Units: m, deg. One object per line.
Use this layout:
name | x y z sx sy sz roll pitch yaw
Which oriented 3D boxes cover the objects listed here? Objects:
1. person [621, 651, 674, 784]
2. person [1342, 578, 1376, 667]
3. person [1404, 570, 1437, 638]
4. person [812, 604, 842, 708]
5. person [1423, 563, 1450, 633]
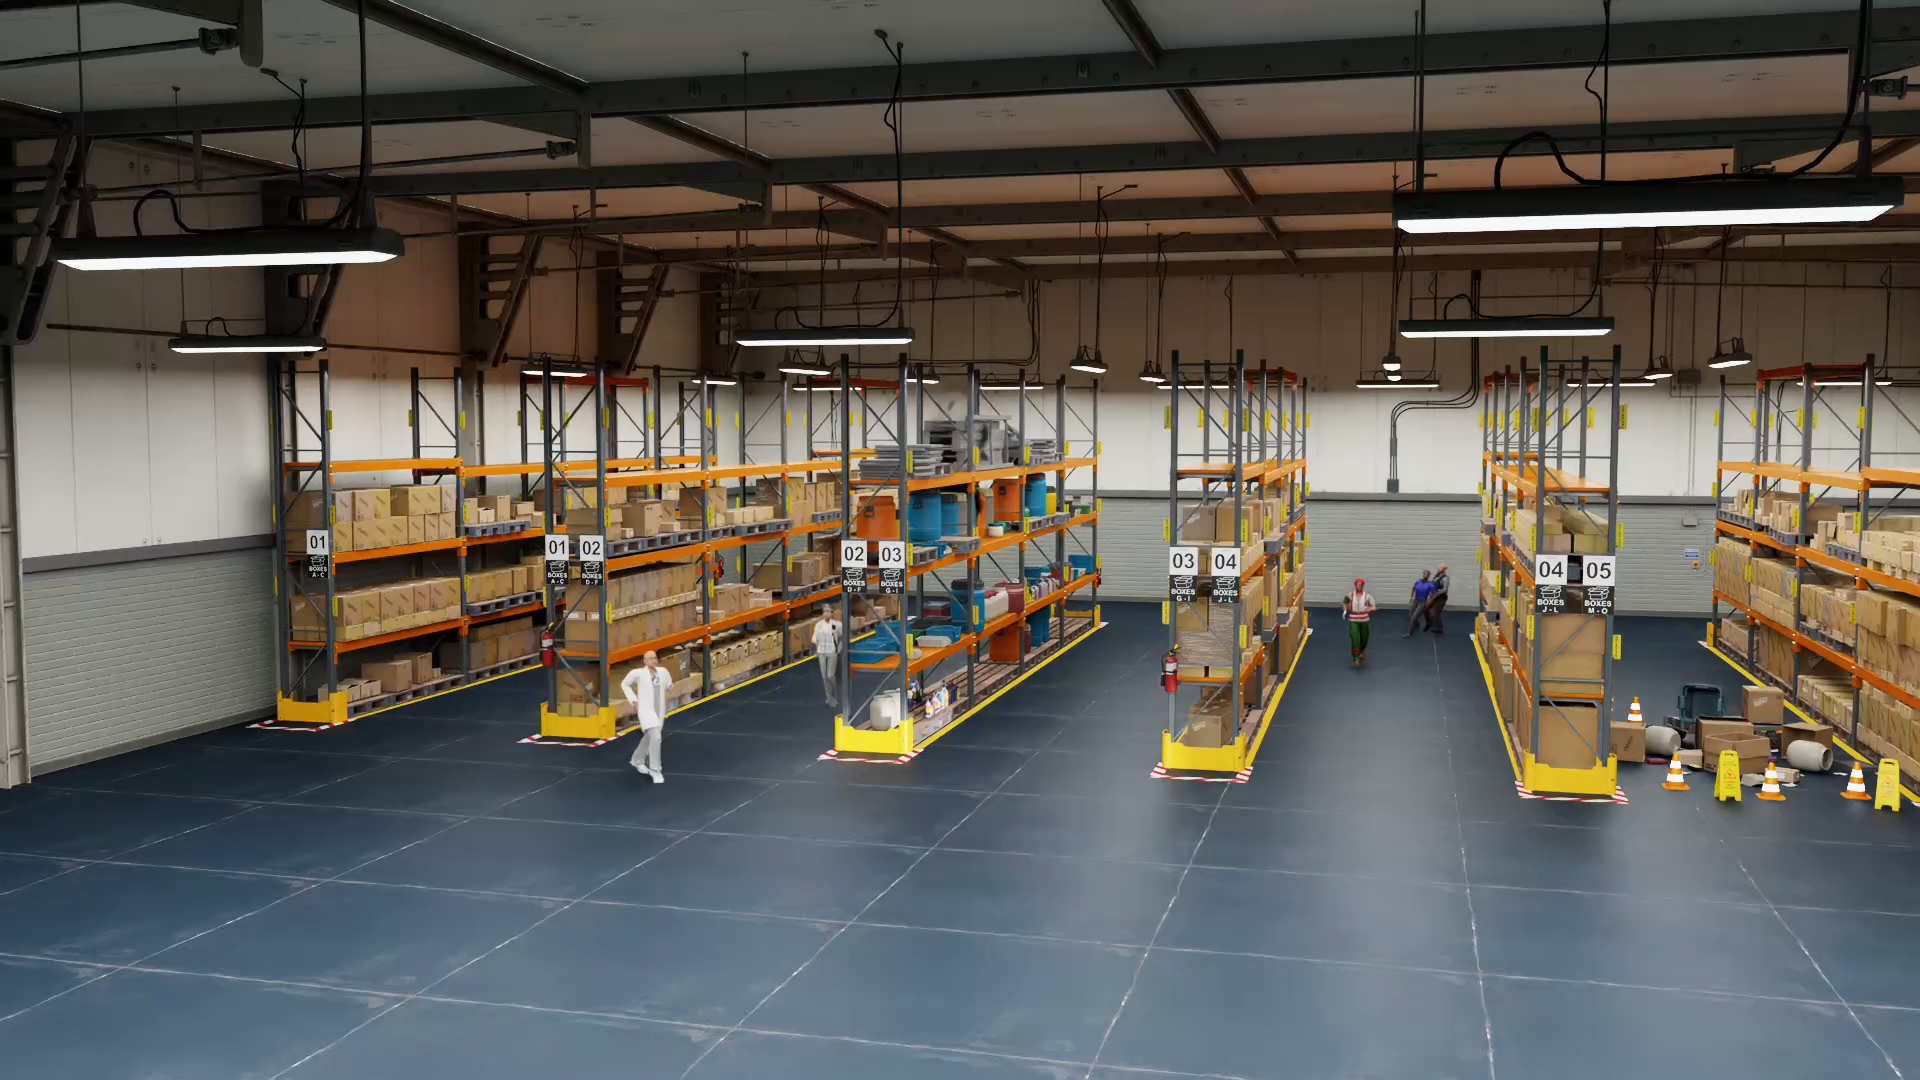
person | -4.320 2.454 23.237 0.866 1.852 0.669 4 6 43
person | 8.127 1.662 33.899 0.665 1.766 0.985 1 4 11
person | 10.559 1.470 38.224 0.605 1.575 0.728 -3 5 -36
person | -2.181 1.916 27.447 0.597 1.737 0.599 1 4 14
person | 11.108 1.368 38.719 0.658 1.656 0.648 -2 5 -25
